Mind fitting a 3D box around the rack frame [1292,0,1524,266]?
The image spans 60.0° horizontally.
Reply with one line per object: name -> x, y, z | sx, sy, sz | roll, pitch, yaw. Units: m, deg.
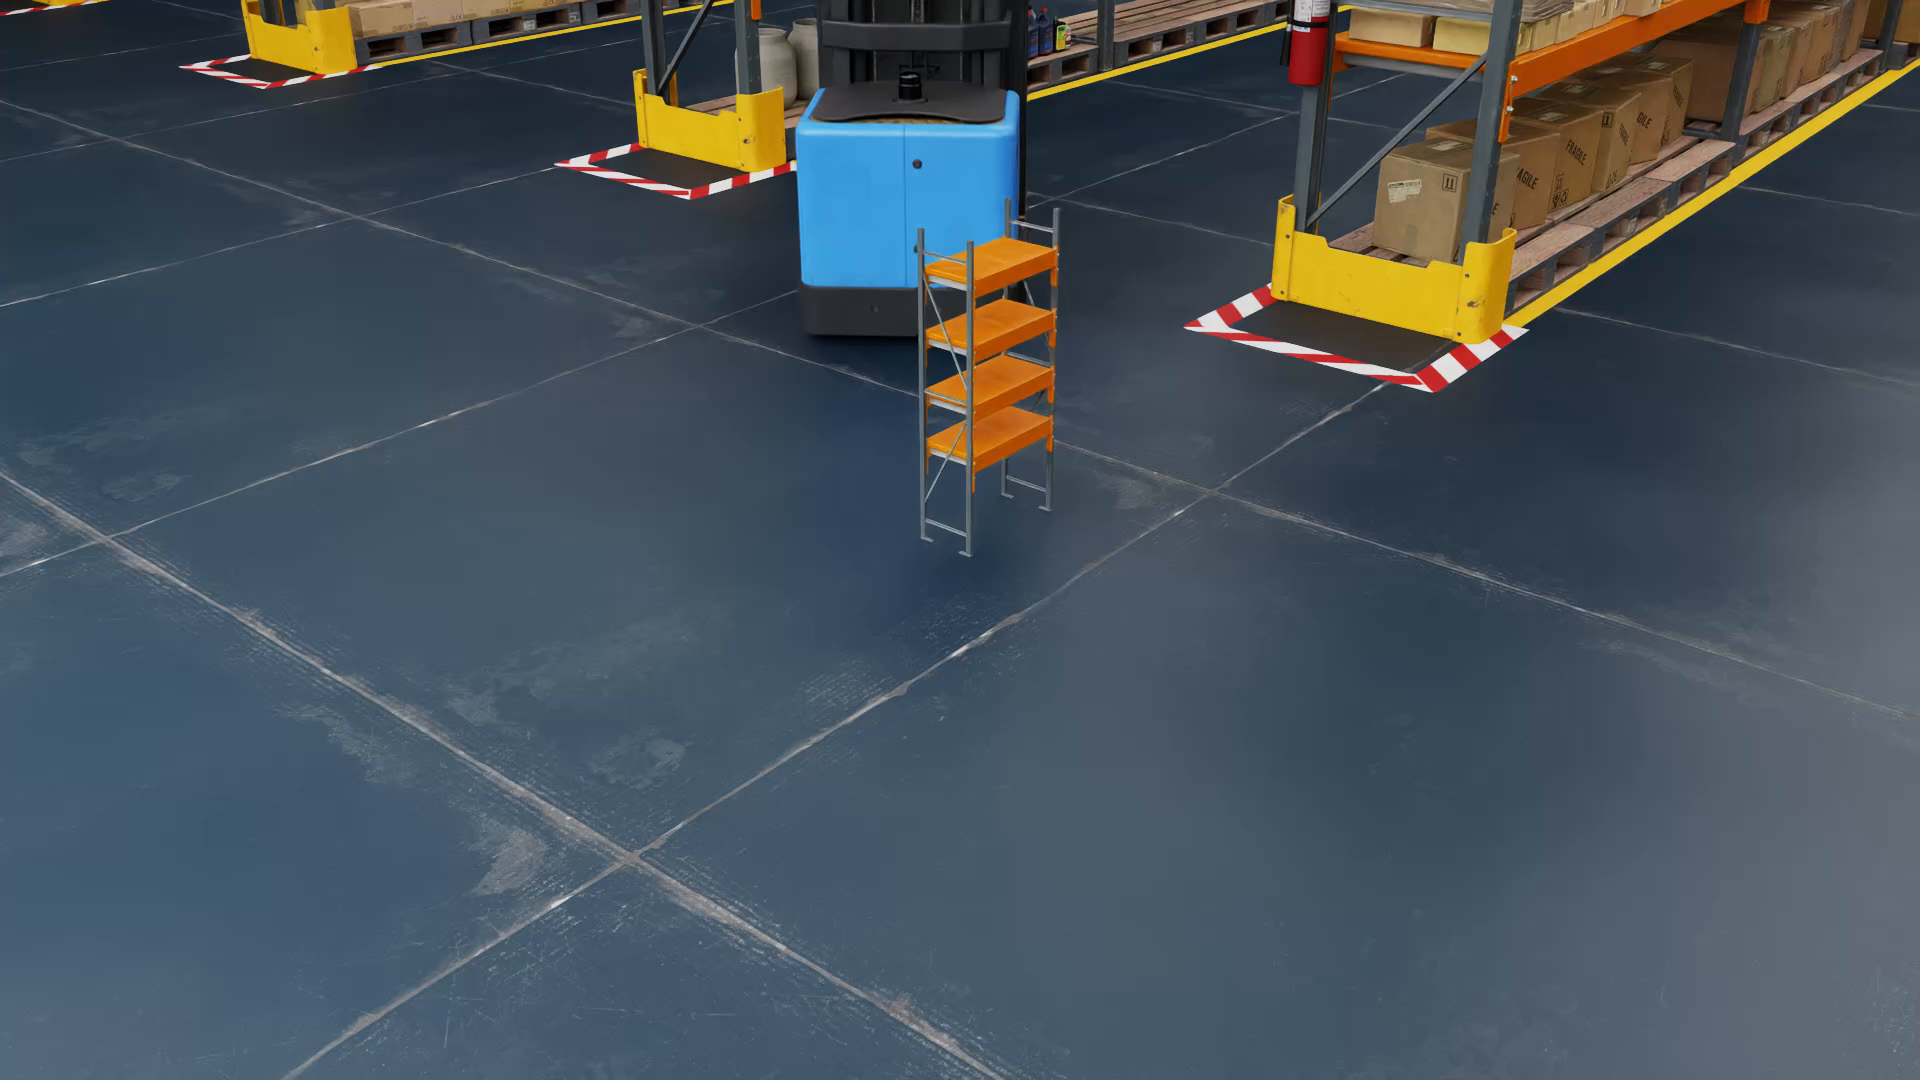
rack frame -> 2.116, -2.476, 7.772 | 1.000, 3.000, 0.127 | 21, 34, 34

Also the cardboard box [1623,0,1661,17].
cardboard box -> 3.510, -2.900, 8.864 | 0.380, 0.149, 0.250 | 21, 34, 34

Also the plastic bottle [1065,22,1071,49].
plastic bottle -> 0.848, -4.075, 13.429 | 0.097, 0.201, 0.097 | 0, 27, 0

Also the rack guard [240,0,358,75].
rack guard -> -5.541, -4.254, 13.929 | 1.175, 0.500, 0.348 | 21, 34, 34

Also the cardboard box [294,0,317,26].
cardboard box -> -5.413, -4.615, 14.441 | 0.500, 0.250, 0.500 | 21, 34, 34

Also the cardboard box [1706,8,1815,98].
cardboard box -> 5.741, -3.553, 12.096 | 0.700, 0.500, 0.500 | 18, 32, 30

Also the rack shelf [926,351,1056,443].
rack shelf -> 0.105, -0.532, 6.119 | 0.258, 0.148, 0.480 | 21, 34, 34

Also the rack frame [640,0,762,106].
rack frame -> -1.706, -3.924, 10.570 | 1.000, 3.000, 0.127 | 21, 34, 34

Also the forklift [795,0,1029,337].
forklift -> -0.178, -2.909, 8.683 | 1.130, 2.935, 3.031 | 1, 27, 3

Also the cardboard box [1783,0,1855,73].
cardboard box -> 6.451, -3.954, 12.871 | 0.700, 0.500, 0.500 | 18, 32, 30

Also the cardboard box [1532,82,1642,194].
cardboard box -> 3.682, -2.392, 9.873 | 0.500, 0.500, 0.500 | 17, 32, 30

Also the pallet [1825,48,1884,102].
pallet -> 6.706, -3.798, 13.361 | 1.003, 0.211, 1.213 | 21, 34, 34

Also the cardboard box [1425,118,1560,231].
cardboard box -> 2.880, -1.991, 9.098 | 0.500, 0.500, 0.500 | -18, 32, -31

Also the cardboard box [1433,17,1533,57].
cardboard box -> 2.481, -2.396, 7.891 | 0.380, 0.149, 0.250 | 21, 34, 34

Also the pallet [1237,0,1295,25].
pallet -> 2.860, -5.258, 16.185 | 1.003, 0.211, 1.213 | 21, 34, 34

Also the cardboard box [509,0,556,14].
cardboard box -> -4.058, -4.995, 15.176 | 0.500, 0.250, 0.500 | 21, 34, 34

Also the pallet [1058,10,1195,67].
pallet -> 1.308, -4.393, 14.513 | 1.003, 0.211, 1.213 | 21, 34, 34

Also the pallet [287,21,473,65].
pallet -> -5.072, -4.418, 14.560 | 1.003, 0.211, 1.213 | 21, 34, 34

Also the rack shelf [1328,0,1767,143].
rack shelf -> 3.388, -2.866, 9.308 | 1.077, 0.370, 4.000 | 21, 34, 34

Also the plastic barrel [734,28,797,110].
plastic barrel -> -1.347, -3.261, 11.540 | 0.421, 0.512, 0.421 | 0, 27, 0

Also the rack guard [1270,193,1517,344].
rack guard -> 2.164, -1.393, 8.399 | 1.175, 0.500, 0.348 | 21, 34, 34

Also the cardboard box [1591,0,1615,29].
cardboard box -> 3.133, -2.745, 8.564 | 0.380, 0.149, 0.250 | 21, 34, 34

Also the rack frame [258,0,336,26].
rack frame -> -5.526, -5.373, 13.371 | 1.000, 3.000, 0.127 | 21, 34, 34

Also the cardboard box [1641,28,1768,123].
cardboard box -> 5.067, -3.191, 11.396 | 0.700, 0.500, 0.500 | 18, 32, 31

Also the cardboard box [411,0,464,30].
cardboard box -> -4.698, -4.642, 14.493 | 0.500, 0.250, 0.500 | 21, 34, 34

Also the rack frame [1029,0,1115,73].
rack frame -> 0.838, -5.342, 13.312 | 1.000, 3.000, 0.127 | 21, 34, 34

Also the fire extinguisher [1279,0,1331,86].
fire extinguisher -> 1.687, -2.536, 7.972 | 0.296, 0.674, 0.183 | 21, 34, 34

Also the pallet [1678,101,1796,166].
pallet -> 5.154, -2.932, 11.689 | 1.003, 0.211, 1.213 | 21, 34, 34

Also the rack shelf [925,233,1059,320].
rack shelf -> 0.105, -0.941, 5.907 | 0.258, 0.148, 0.480 | 21, 34, 34

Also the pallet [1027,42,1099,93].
pallet -> 0.379, -3.878, 13.516 | 1.003, 0.211, 1.213 | 21, 34, 34

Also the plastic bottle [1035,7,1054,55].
plastic bottle -> 0.651, -4.048, 13.215 | 0.144, 0.351, 0.185 | 20, 33, 33

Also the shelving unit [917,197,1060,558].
shelving unit -> 0.105, -0.592, 6.088 | 0.258, 1.200, 0.503 | 21, 34, 34

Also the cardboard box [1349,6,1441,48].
cardboard box -> 2.138, -2.526, 8.142 | 0.380, 0.149, 0.250 | 21, 34, 34

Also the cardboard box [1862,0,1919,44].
cardboard box -> 7.659, -4.794, 14.108 | 1.225, 0.875, 0.875 | 19, 33, 32

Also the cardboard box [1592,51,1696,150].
cardboard box -> 4.375, -2.841, 10.740 | 0.500, 0.500, 0.500 | 20, 33, 33

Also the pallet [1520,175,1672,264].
pallet -> 3.484, -1.973, 9.834 | 1.003, 0.211, 1.213 | 21, 34, 34

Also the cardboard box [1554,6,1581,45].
cardboard box -> 2.825, -2.563, 8.214 | 0.380, 0.149, 0.250 | 21, 34, 34

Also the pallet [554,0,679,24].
pallet -> -3.520, -5.283, 16.232 | 1.003, 0.211, 1.213 | 21, 34, 34

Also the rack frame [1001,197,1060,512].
rack frame -> 0.260, -0.678, 6.255 | 0.240, 1.200, 0.015 | 21, 34, 34
